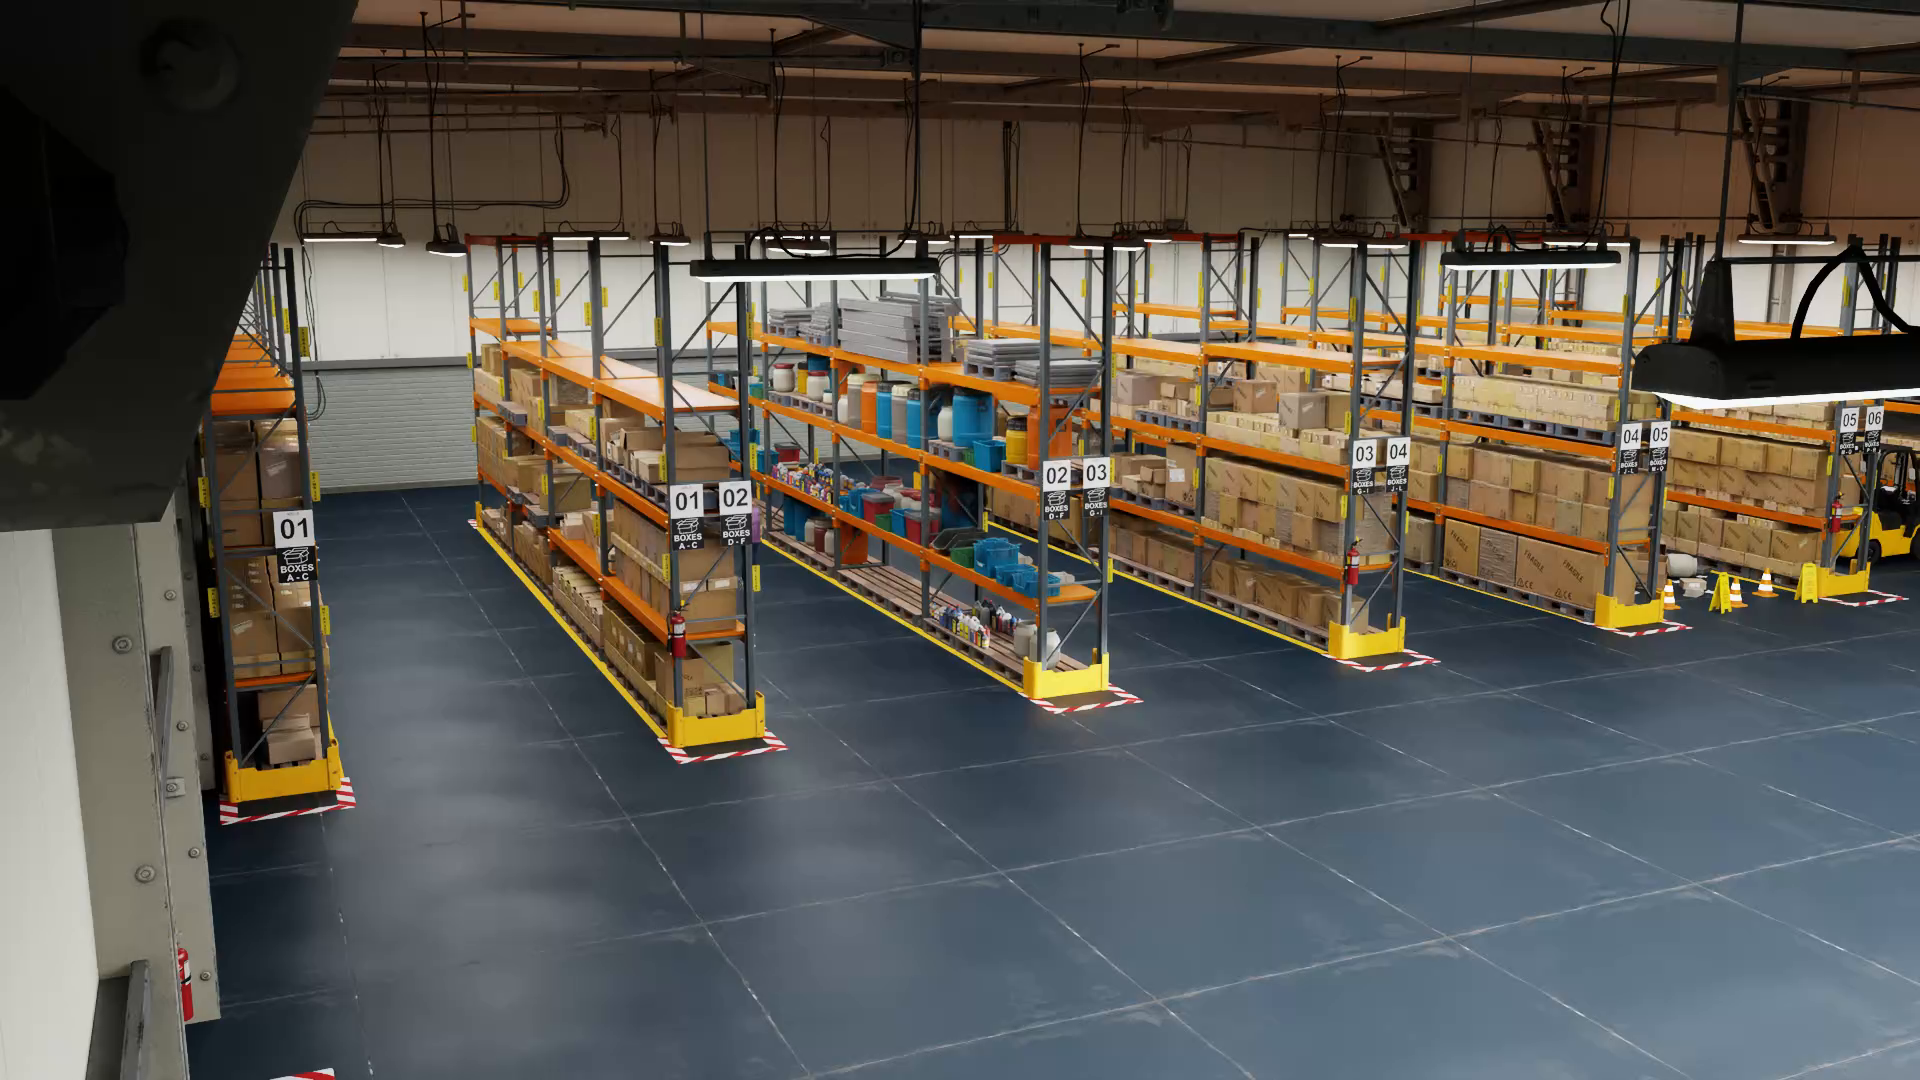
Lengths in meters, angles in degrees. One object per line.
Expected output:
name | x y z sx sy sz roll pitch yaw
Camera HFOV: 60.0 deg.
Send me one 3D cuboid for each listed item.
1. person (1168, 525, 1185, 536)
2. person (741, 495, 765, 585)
person | 4.437 -0.821 33.026 0.693 1.689 0.781 -6 13 -29
person | -3.422 0.070 27.159 0.506 1.623 0.652 -10 15 -41
